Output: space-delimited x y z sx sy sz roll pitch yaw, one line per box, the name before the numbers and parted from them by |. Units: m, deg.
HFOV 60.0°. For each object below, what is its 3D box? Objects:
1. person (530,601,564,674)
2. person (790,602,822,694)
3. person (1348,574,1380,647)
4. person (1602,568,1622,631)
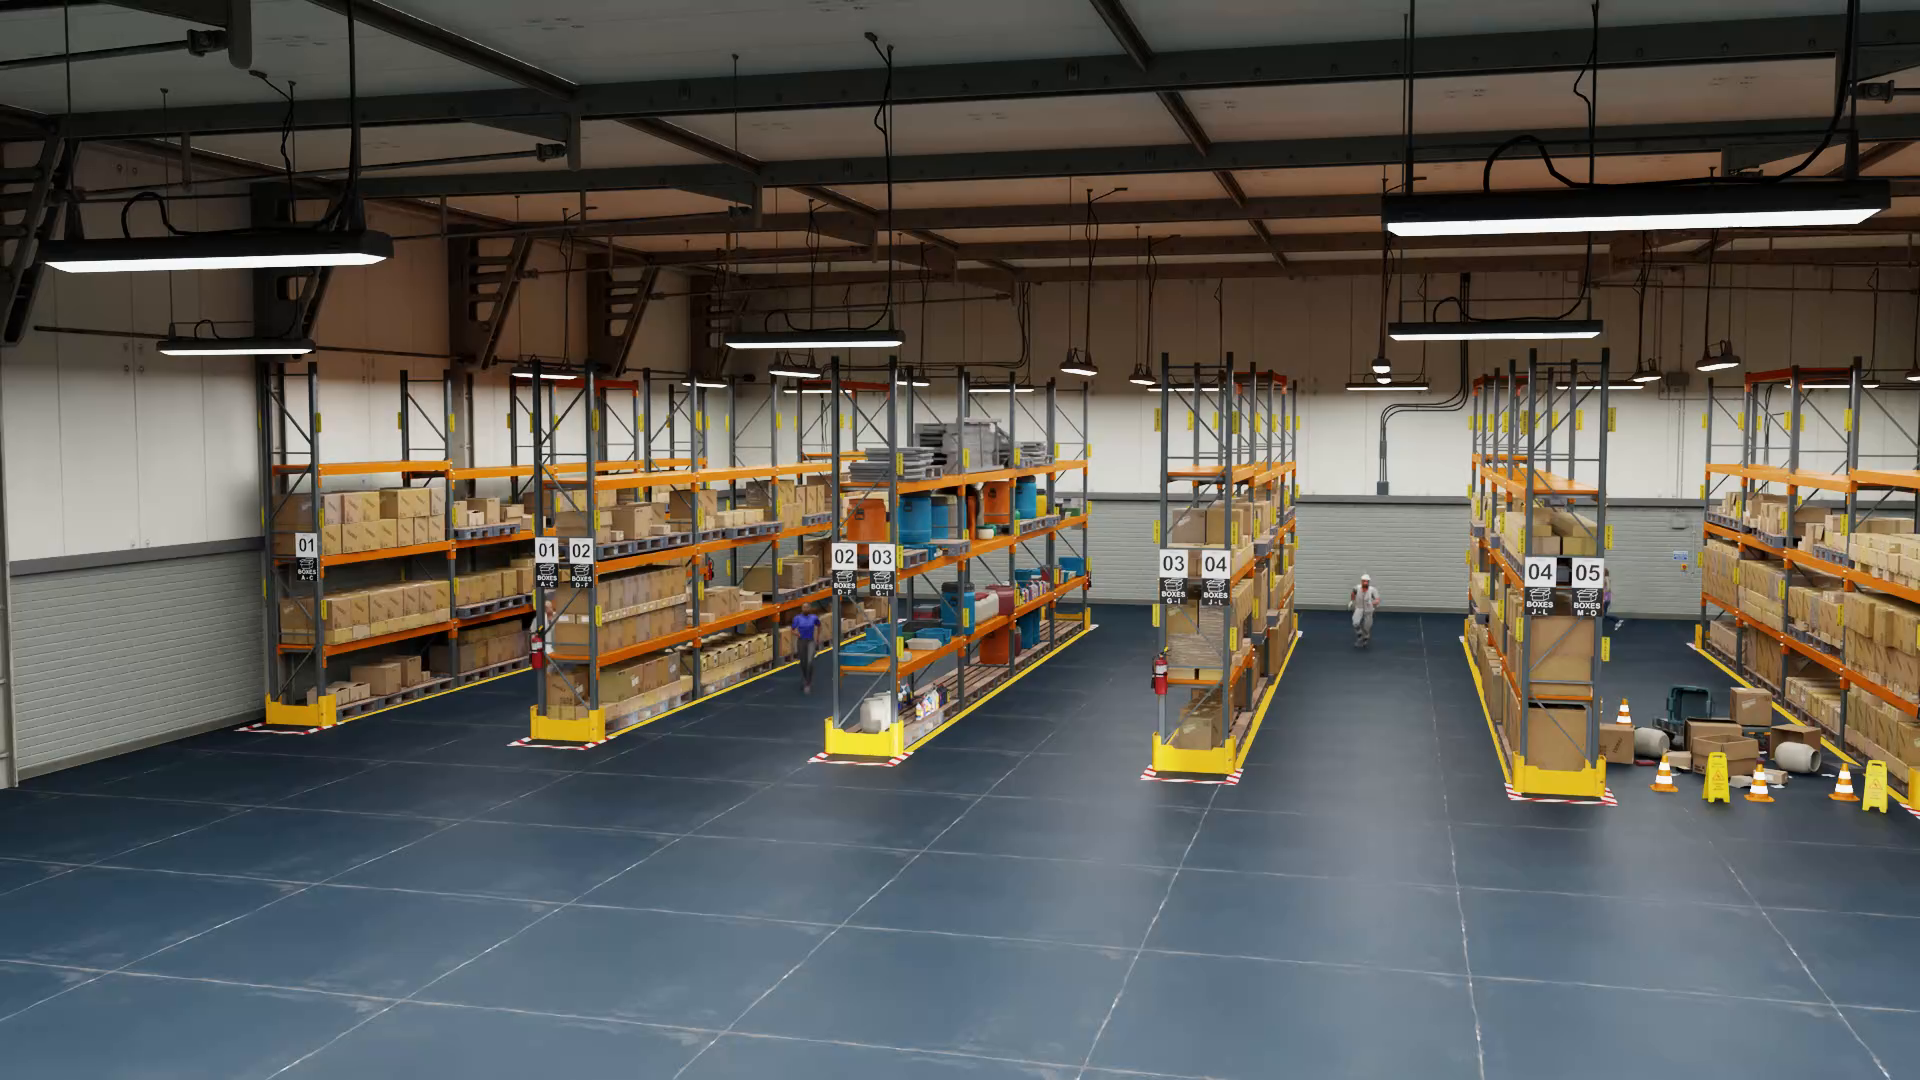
person | -7.612 1.995 31.100 0.686 1.745 0.876 -3 5 -35
person | -2.890 1.979 31.107 0.558 1.665 0.927 0 4 3
person | 8.925 1.565 36.760 0.719 1.653 0.981 1 4 19
person | 15.332 1.438 39.454 0.725 1.568 0.540 0 4 0
